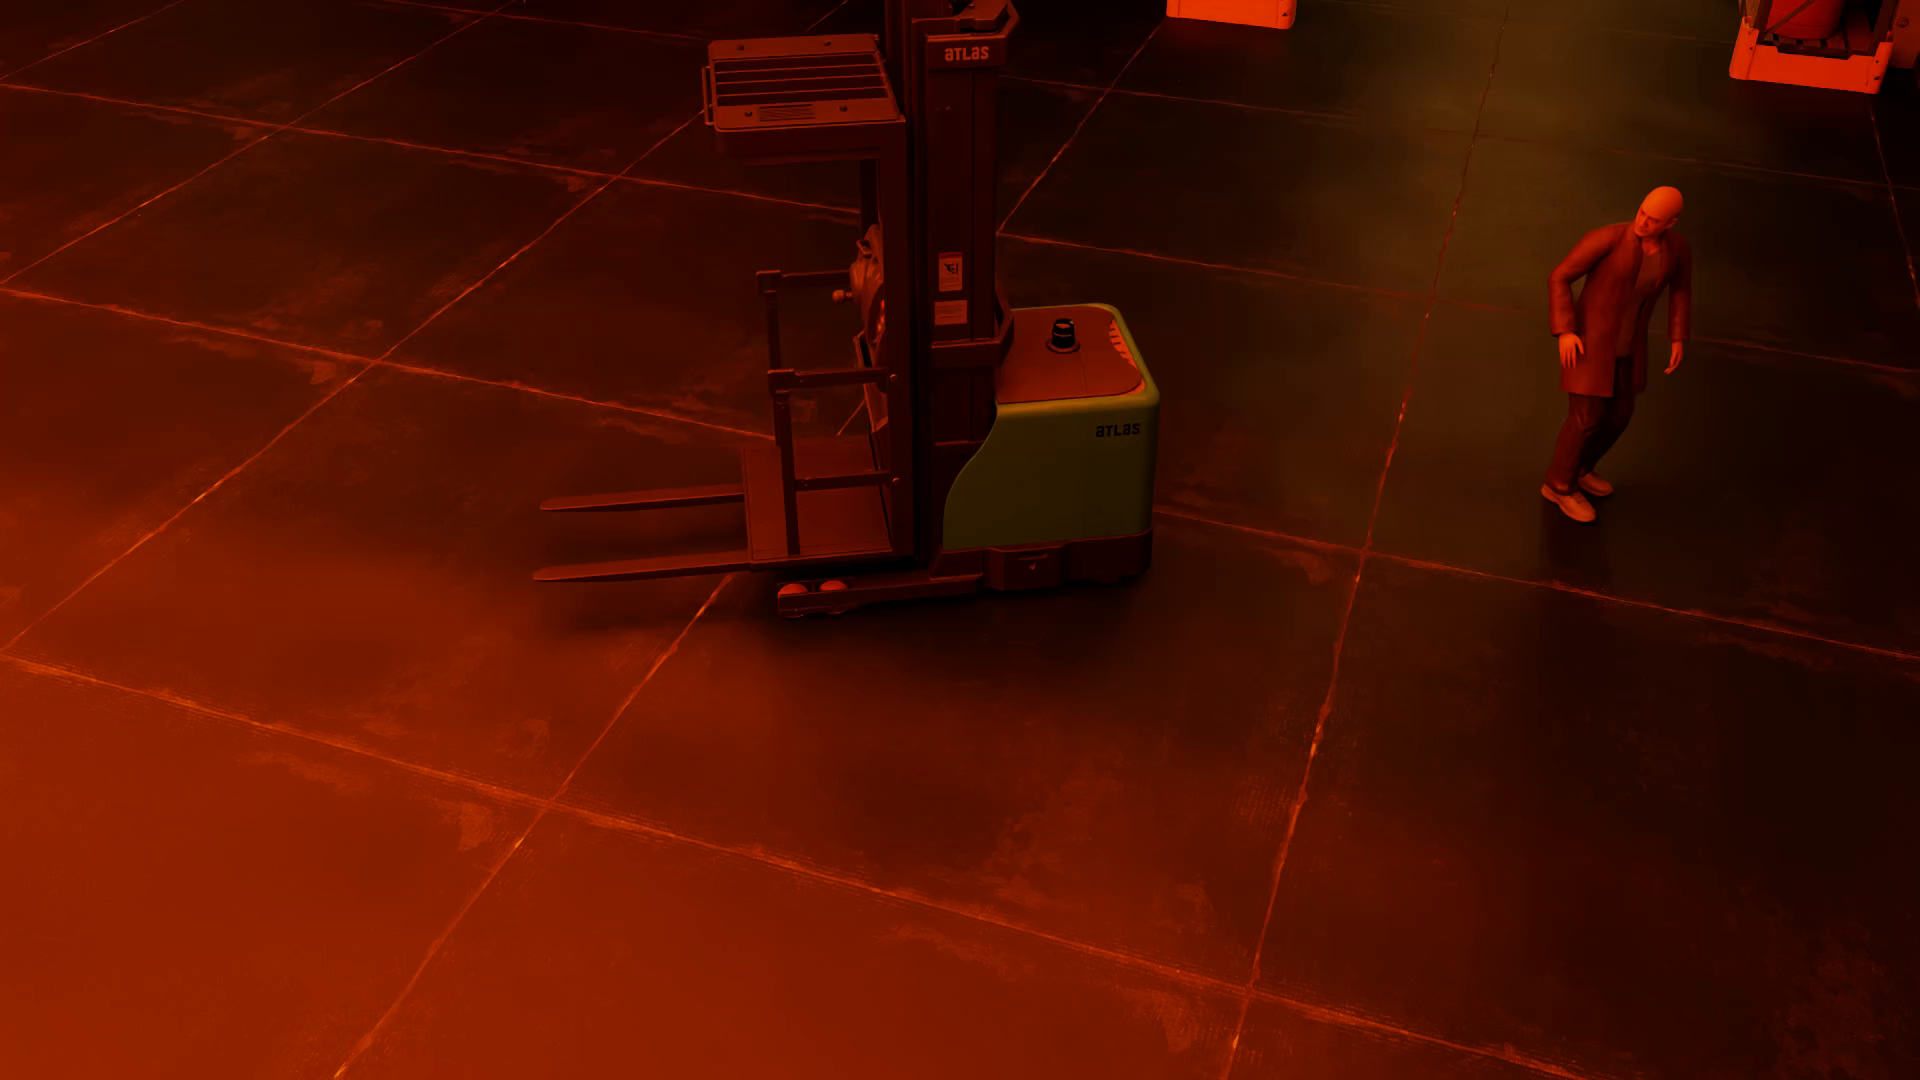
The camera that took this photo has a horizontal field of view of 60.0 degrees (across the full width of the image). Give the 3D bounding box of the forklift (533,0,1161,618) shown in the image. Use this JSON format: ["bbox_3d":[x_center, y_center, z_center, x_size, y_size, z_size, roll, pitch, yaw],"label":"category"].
[{"bbox_3d":[-0.604,-1.144,7.724,3.031,2.935,1.130,-5,36,-7],"label":"forklift"}]

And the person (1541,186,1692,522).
[{"bbox_3d":[3.382,-0.963,8.492,0.794,1.756,0.555,-11,37,-15],"label":"person"}]
